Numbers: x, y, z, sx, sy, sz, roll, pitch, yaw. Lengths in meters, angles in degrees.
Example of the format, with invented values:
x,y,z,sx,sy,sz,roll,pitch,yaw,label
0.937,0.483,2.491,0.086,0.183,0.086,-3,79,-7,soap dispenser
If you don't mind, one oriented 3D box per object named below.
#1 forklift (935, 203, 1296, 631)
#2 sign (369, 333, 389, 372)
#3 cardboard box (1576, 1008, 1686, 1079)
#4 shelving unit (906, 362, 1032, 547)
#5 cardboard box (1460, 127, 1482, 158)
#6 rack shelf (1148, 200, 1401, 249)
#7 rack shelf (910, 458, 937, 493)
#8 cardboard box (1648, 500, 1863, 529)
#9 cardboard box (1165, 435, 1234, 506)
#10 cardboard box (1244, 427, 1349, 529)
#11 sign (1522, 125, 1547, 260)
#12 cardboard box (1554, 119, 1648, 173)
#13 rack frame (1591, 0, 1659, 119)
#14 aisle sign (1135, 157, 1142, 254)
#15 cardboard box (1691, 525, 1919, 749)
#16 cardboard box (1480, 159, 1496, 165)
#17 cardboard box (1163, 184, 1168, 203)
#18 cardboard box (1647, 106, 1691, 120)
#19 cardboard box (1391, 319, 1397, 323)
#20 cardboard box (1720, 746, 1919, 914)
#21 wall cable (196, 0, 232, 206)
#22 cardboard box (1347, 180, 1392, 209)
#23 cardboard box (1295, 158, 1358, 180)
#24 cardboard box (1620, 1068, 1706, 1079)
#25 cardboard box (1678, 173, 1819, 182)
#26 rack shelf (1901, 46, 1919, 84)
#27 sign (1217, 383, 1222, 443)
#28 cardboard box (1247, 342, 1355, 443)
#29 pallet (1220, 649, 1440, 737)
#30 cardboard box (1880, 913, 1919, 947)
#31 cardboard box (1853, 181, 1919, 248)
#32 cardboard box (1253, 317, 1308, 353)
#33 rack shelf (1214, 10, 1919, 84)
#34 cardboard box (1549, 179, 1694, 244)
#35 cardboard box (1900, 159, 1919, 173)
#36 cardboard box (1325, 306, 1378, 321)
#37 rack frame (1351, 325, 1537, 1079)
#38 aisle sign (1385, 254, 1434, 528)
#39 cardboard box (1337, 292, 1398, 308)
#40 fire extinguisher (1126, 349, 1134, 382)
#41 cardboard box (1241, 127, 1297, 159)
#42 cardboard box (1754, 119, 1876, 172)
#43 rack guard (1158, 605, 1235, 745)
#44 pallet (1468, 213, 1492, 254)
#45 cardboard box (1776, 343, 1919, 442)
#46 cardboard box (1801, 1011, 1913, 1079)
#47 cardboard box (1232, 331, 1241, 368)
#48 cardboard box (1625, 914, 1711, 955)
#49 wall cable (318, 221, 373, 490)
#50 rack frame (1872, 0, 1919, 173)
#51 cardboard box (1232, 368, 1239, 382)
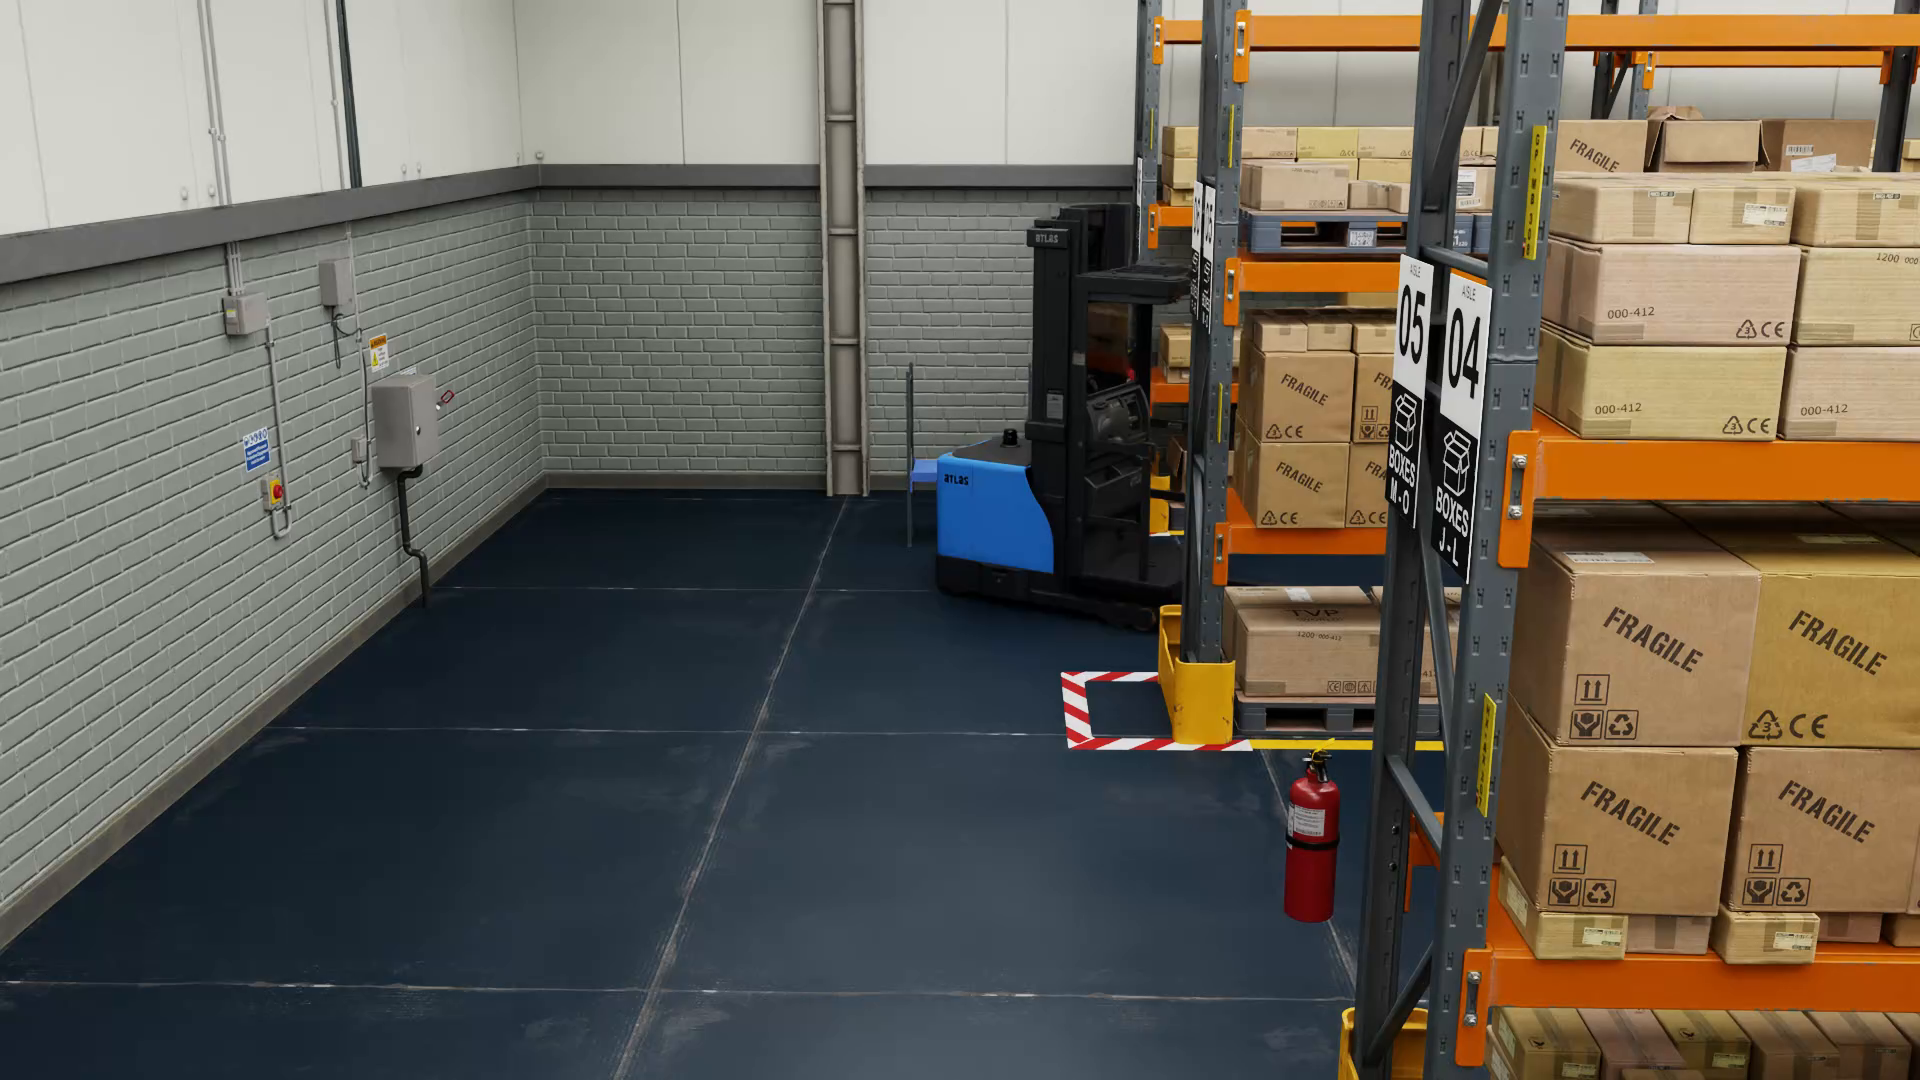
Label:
x,y,z,sx,sy,sz,roll,pitch,yaw,label
1.336,-0.922,12.089,3.031,2.935,1.130,9,17,30,forklift
-4.174,-1.348,11.950,0.001,0.242,0.339,0,15,1,sign
2.233,1.710,5.577,0.250,0.149,0.380,1,15,3,cardboard box
0.085,-0.725,14.147,1.048,1.500,0.538,0,15,1,shelving unit
4.070,-3.347,13.998,0.500,0.250,0.500,1,15,2,cardboard box
3.595,-2.751,14.418,4.000,0.370,1.077,0,15,1,rack shelf
0.085,-0.551,14.192,1.000,0.185,0.538,0,15,1,rack shelf
2.418,0.135,5.211,0.500,0.500,0.500,0,15,0,cardboard box
2.205,-0.629,14.916,0.637,0.503,0.797,0,15,-1,cardboard box
1.945,-0.368,9.658,0.500,0.500,0.500,0,15,1,cardboard box
1.434,-0.867,4.154,0.005,0.325,0.100,0,15,1,sign
3.484,-2.094,9.303,0.500,0.500,0.500,1,15,2,cardboard box
5.595,-4.536,13.894,0.127,3.000,1.000,0,15,1,rack frame
1.520,-2.844,14.144,0.004,0.787,0.394,0,15,1,aisle sign
2.394,0.264,4.721,0.500,0.500,0.500,1,15,3,cardboard box
4.586,-3.097,14.030,0.500,0.250,0.500,0,15,0,cardboard box
1.922,-3.047,14.623,0.250,0.149,0.380,1,15,3,cardboard box
5.887,-3.469,13.807,0.258,0.266,0.396,0,15,1,cardboard box
2.605,-1.157,9.417,0.250,0.149,0.380,0,15,0,cardboard box
2.425,0.745,4.855,0.500,0.500,0.500,0,15,2,cardboard box
-4.221,-3.262,9.063,0.029,3.000,0.463,0,15,1,wall cable
2.346,-2.014,9.686,0.250,0.149,0.380,-1,15,-3,cardboard box
3.052,-3.106,14.064,0.500,0.250,0.500,0,15,0,cardboard box
2.241,1.816,5.175,0.250,0.149,0.380,1,15,2,cardboard box
2.288,-0.990,4.864,0.250,0.149,0.380,0,15,0,cardboard box
7.471,-2.716,9.189,4.000,0.370,1.077,0,15,1,rack shelf
1.453,-0.711,9.303,0.005,0.325,0.100,0,15,1,sign
1.945,-0.852,9.532,0.500,0.500,0.500,0,15,0,cardboard box
2.274,0.938,10.372,1.213,0.211,1.003,0,15,1,pallet
2.819,1.056,4.951,0.250,0.149,0.380,0,15,1,cardboard box
2.532,-0.857,4.359,0.250,0.149,0.380,1,15,2,cardboard box
1.821,-1.168,9.461,0.250,0.149,0.380,1,15,3,cardboard box
3.472,-2.742,9.288,4.000,0.370,1.077,0,15,1,rack shelf
1.765,-0.885,4.466,0.250,0.149,0.380,0,15,1,cardboard box
7.947,-3.136,13.979,0.250,0.149,0.380,1,15,3,cardboard box
2.351,-1.314,10.014,0.250,0.149,0.380,0,15,1,cardboard box
1.447,0.867,5.173,0.127,3.000,1.000,0,15,1,rack frame
1.382,-0.467,5.133,0.004,0.787,0.394,0,15,1,aisle sign
3.542,-2.014,14.335,0.500,0.500,0.500,1,15,3,cardboard box
1.437,-1.327,14.372,0.183,0.674,0.296,0,15,1,fire extinguisher
2.541,-3.350,14.008,0.500,0.250,0.500,0,15,1,cardboard box
4.889,-2.177,9.617,0.500,0.500,0.500,1,15,2,cardboard box
1.449,0.813,10.279,0.348,0.500,1.175,0,15,1,rack guard
3.437,-1.794,9.553,1.213,0.211,1.003,0,15,1,pallet
2.416,-0.438,4.534,0.500,0.250,0.500,1,15,3,cardboard box
3.022,1.685,5.673,0.250,0.149,0.380,1,15,4,cardboard box
2.547,-1.658,14.455,0.500,0.250,0.500,1,15,2,cardboard box
2.018,1.066,4.914,0.250,0.149,0.380,1,15,3,cardboard box
-4.140,-1.280,11.318,0.122,1.984,0.588,0,15,1,wall cable
5.472,-3.270,9.096,0.127,3.000,1.000,0,15,1,rack frame
2.436,-1.485,14.582,0.250,0.149,0.380,0,15,1,cardboard box
